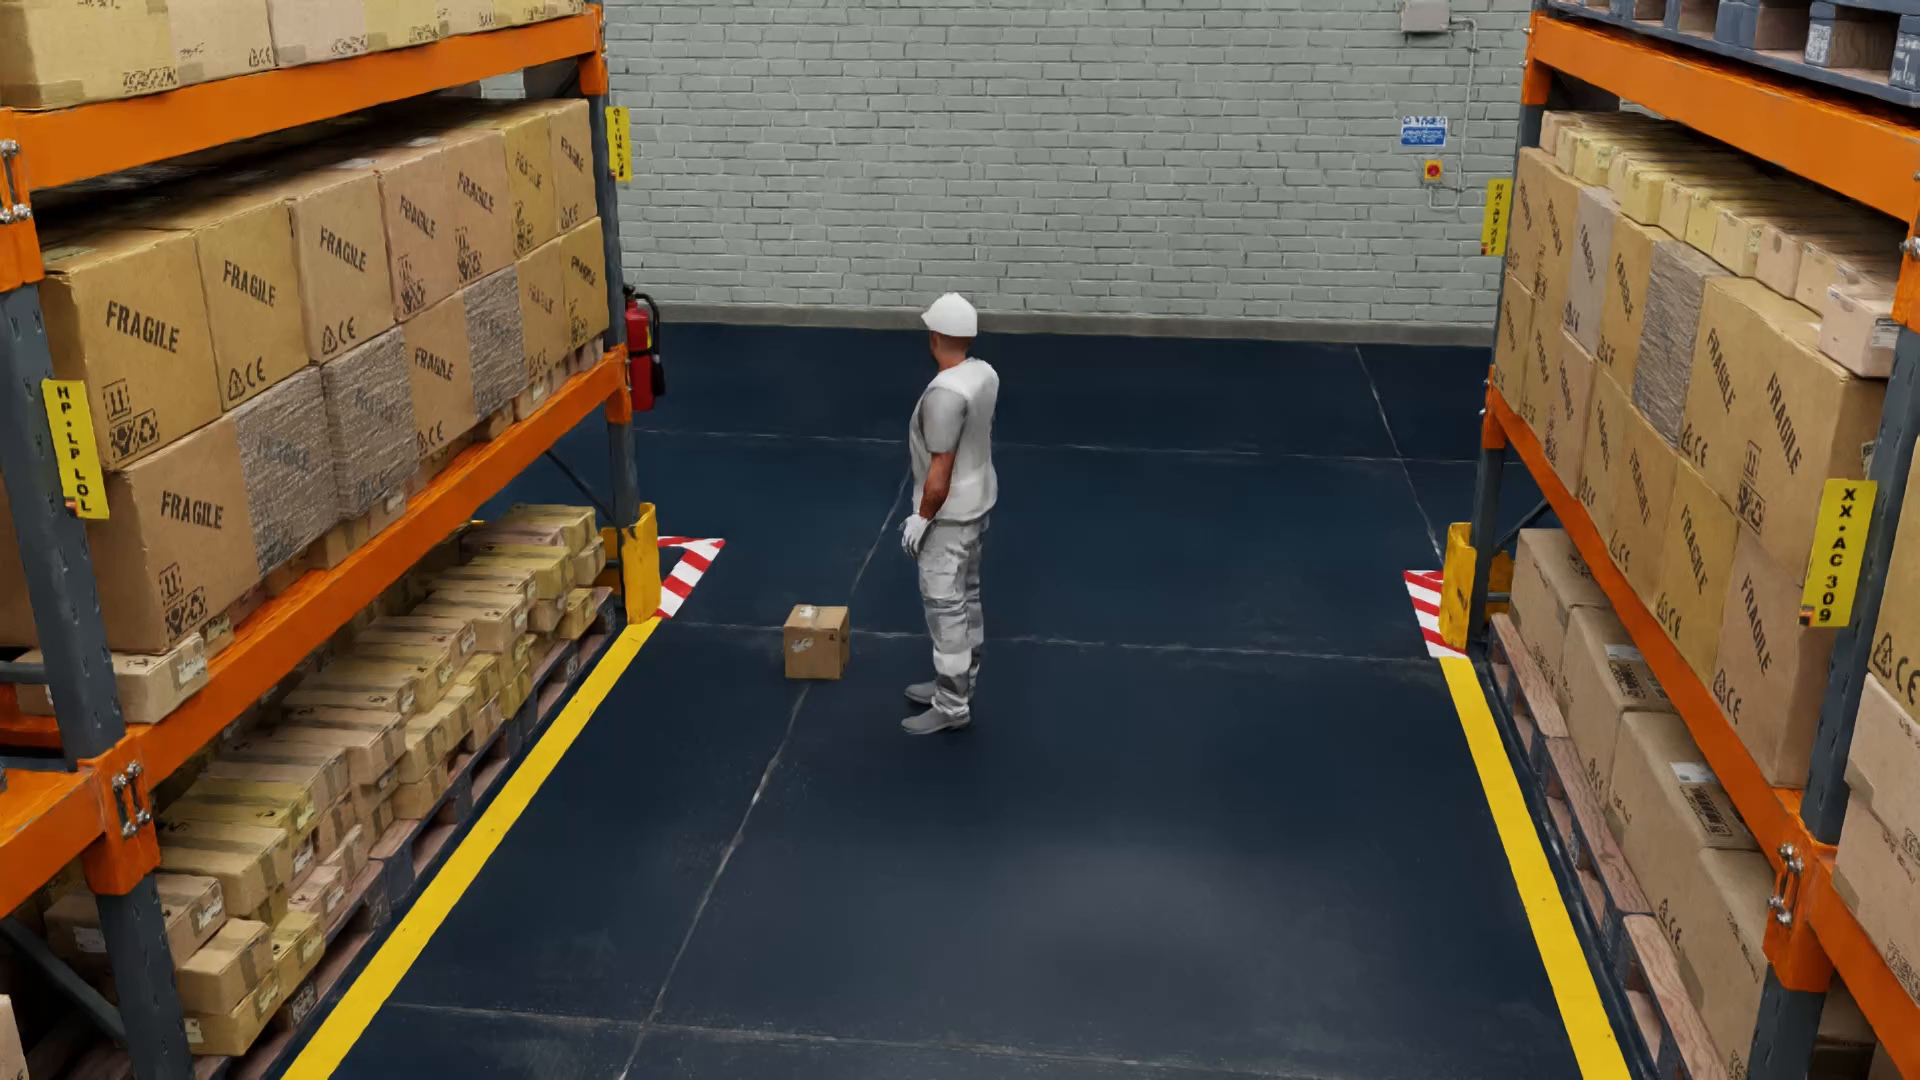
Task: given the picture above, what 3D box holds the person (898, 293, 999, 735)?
[{"bbox_3d":[-0.056,-0.107,6.801,0.408,1.825,0.599,8,22,19],"label":"person"}]
